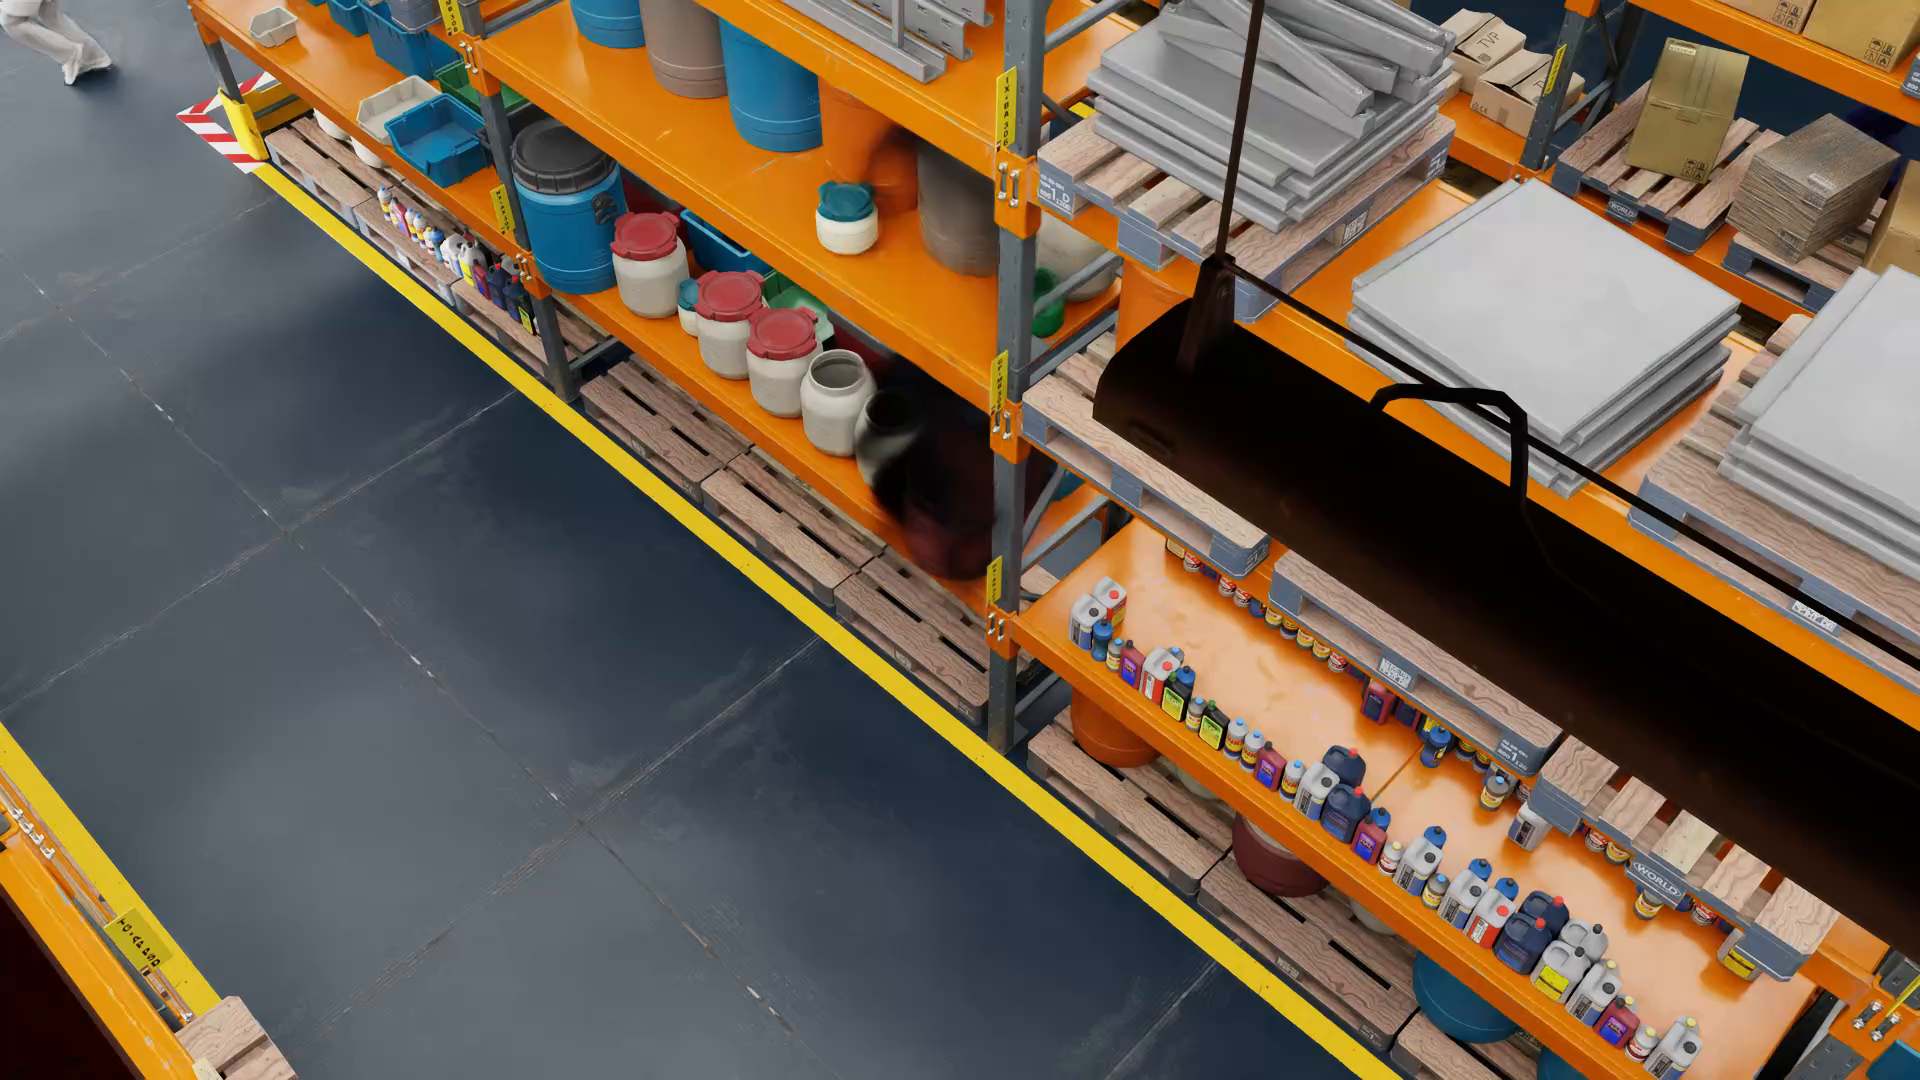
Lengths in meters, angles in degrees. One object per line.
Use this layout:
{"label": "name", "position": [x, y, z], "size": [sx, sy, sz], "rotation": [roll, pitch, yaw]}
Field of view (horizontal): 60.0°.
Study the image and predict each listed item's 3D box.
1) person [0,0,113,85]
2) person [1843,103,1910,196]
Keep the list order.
{"label": "person", "position": [-7.275, -4.361, 12.901], "size": [0.721, 1.765, 0.682], "rotation": [-12, 51, -9]}
{"label": "person", "position": [6.798, -3.217, 12.033], "size": [0.577, 1.609, 0.592], "rotation": [36, 59, 26]}
